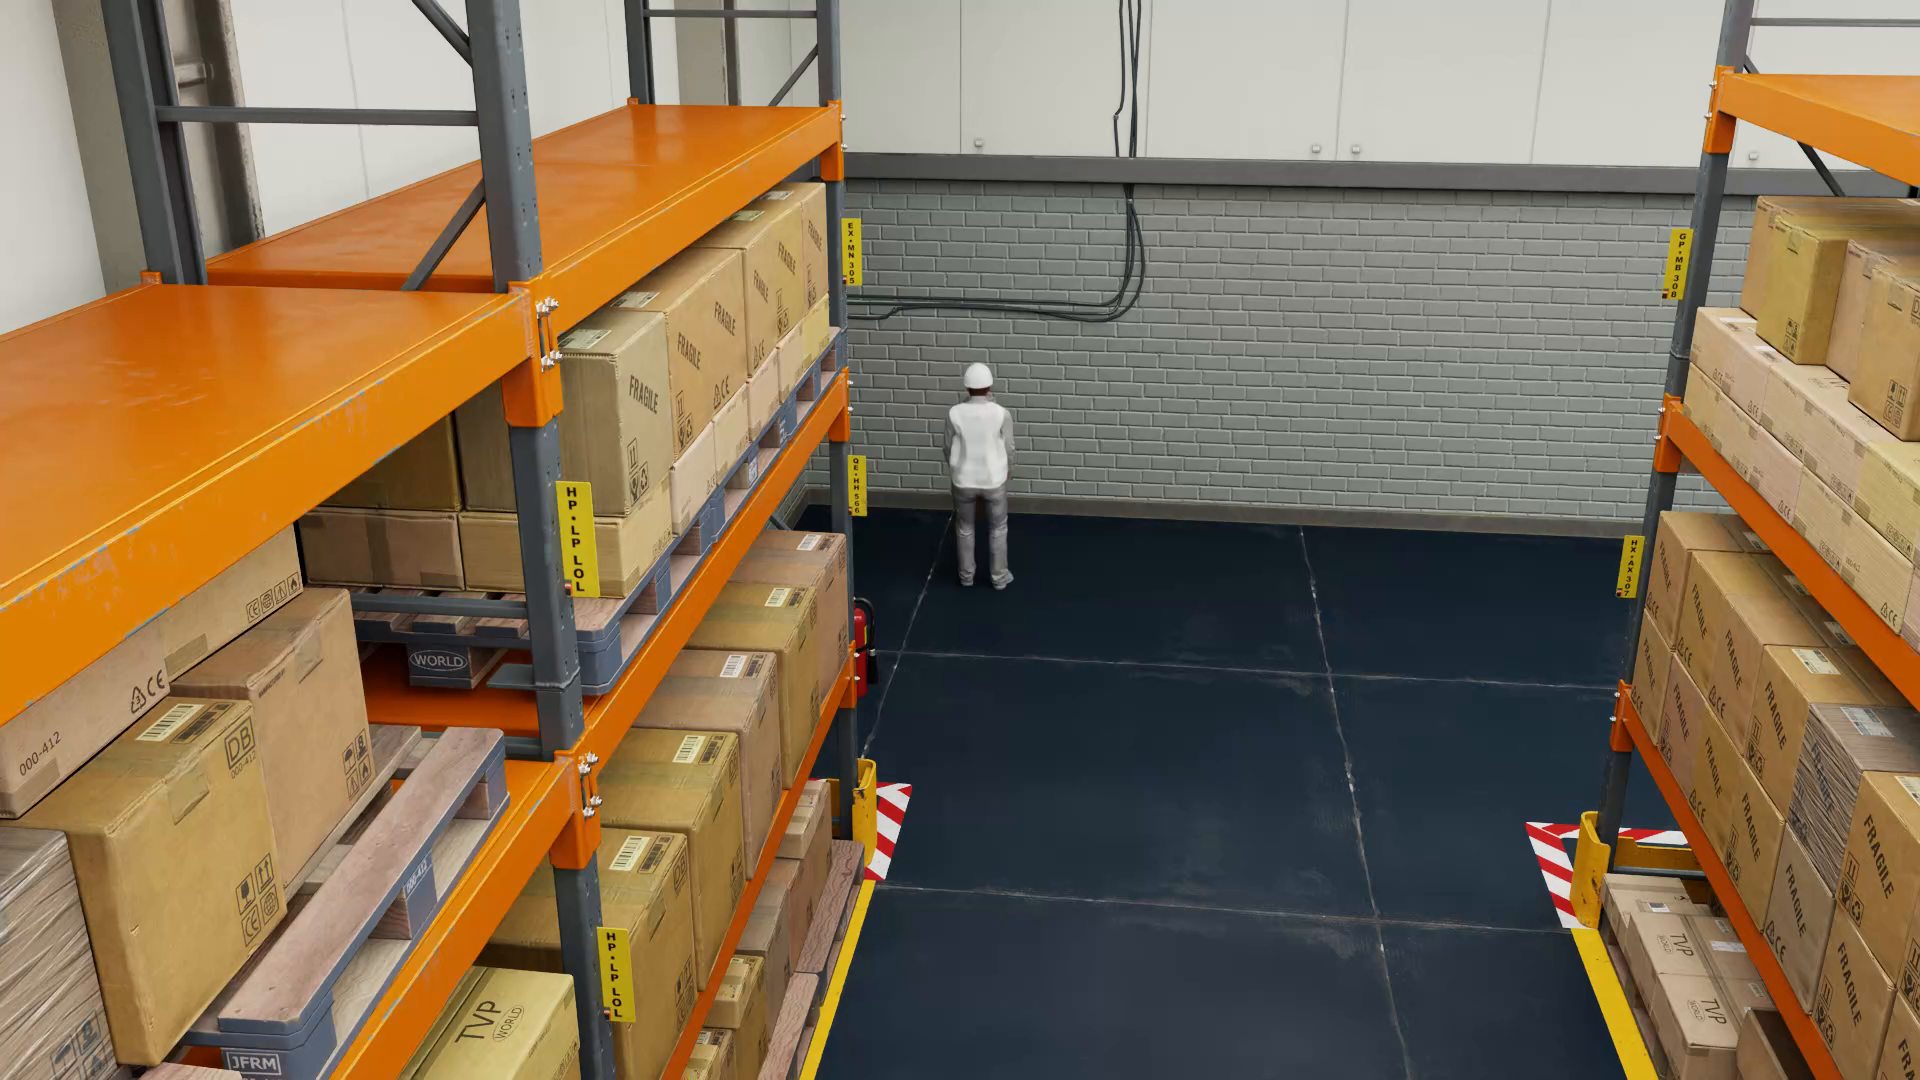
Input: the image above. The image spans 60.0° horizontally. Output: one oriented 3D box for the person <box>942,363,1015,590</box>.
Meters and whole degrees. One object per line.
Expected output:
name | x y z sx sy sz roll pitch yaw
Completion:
person | 0.145 -0.483 12.721 0.556 1.777 0.471 2 21 5
